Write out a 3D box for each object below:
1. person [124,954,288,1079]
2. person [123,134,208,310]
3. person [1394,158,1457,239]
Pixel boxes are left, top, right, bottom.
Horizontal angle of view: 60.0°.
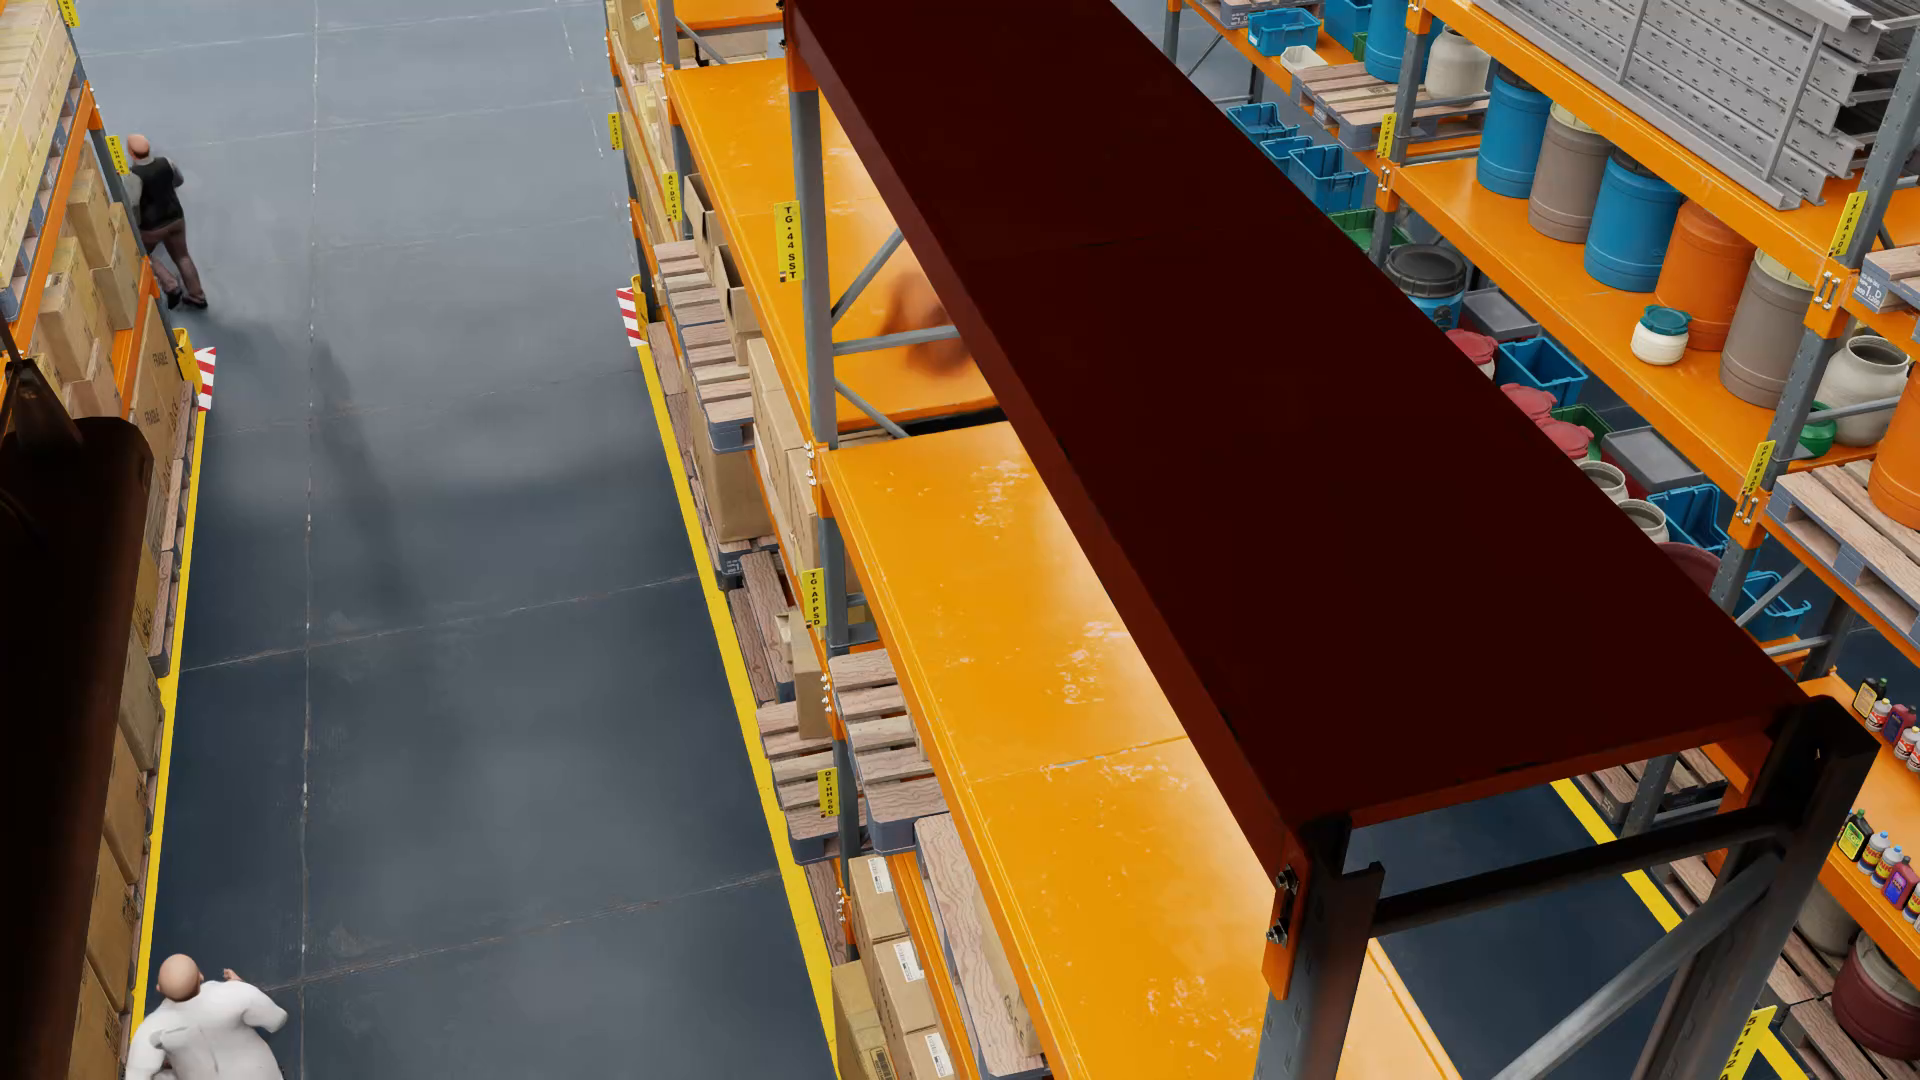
[{"bbox_3d":[-3.558,2.598,8.064,0.714,1.763,1.082,-15,41,-18],"label":"person"},{"bbox_3d":[-7.308,-2.890,15.104,0.614,1.705,0.719,21,43,24],"label":"person"},{"bbox_3d":[4.252,-3.272,15.569,0.677,1.757,0.773,-12,40,-14],"label":"person"}]
